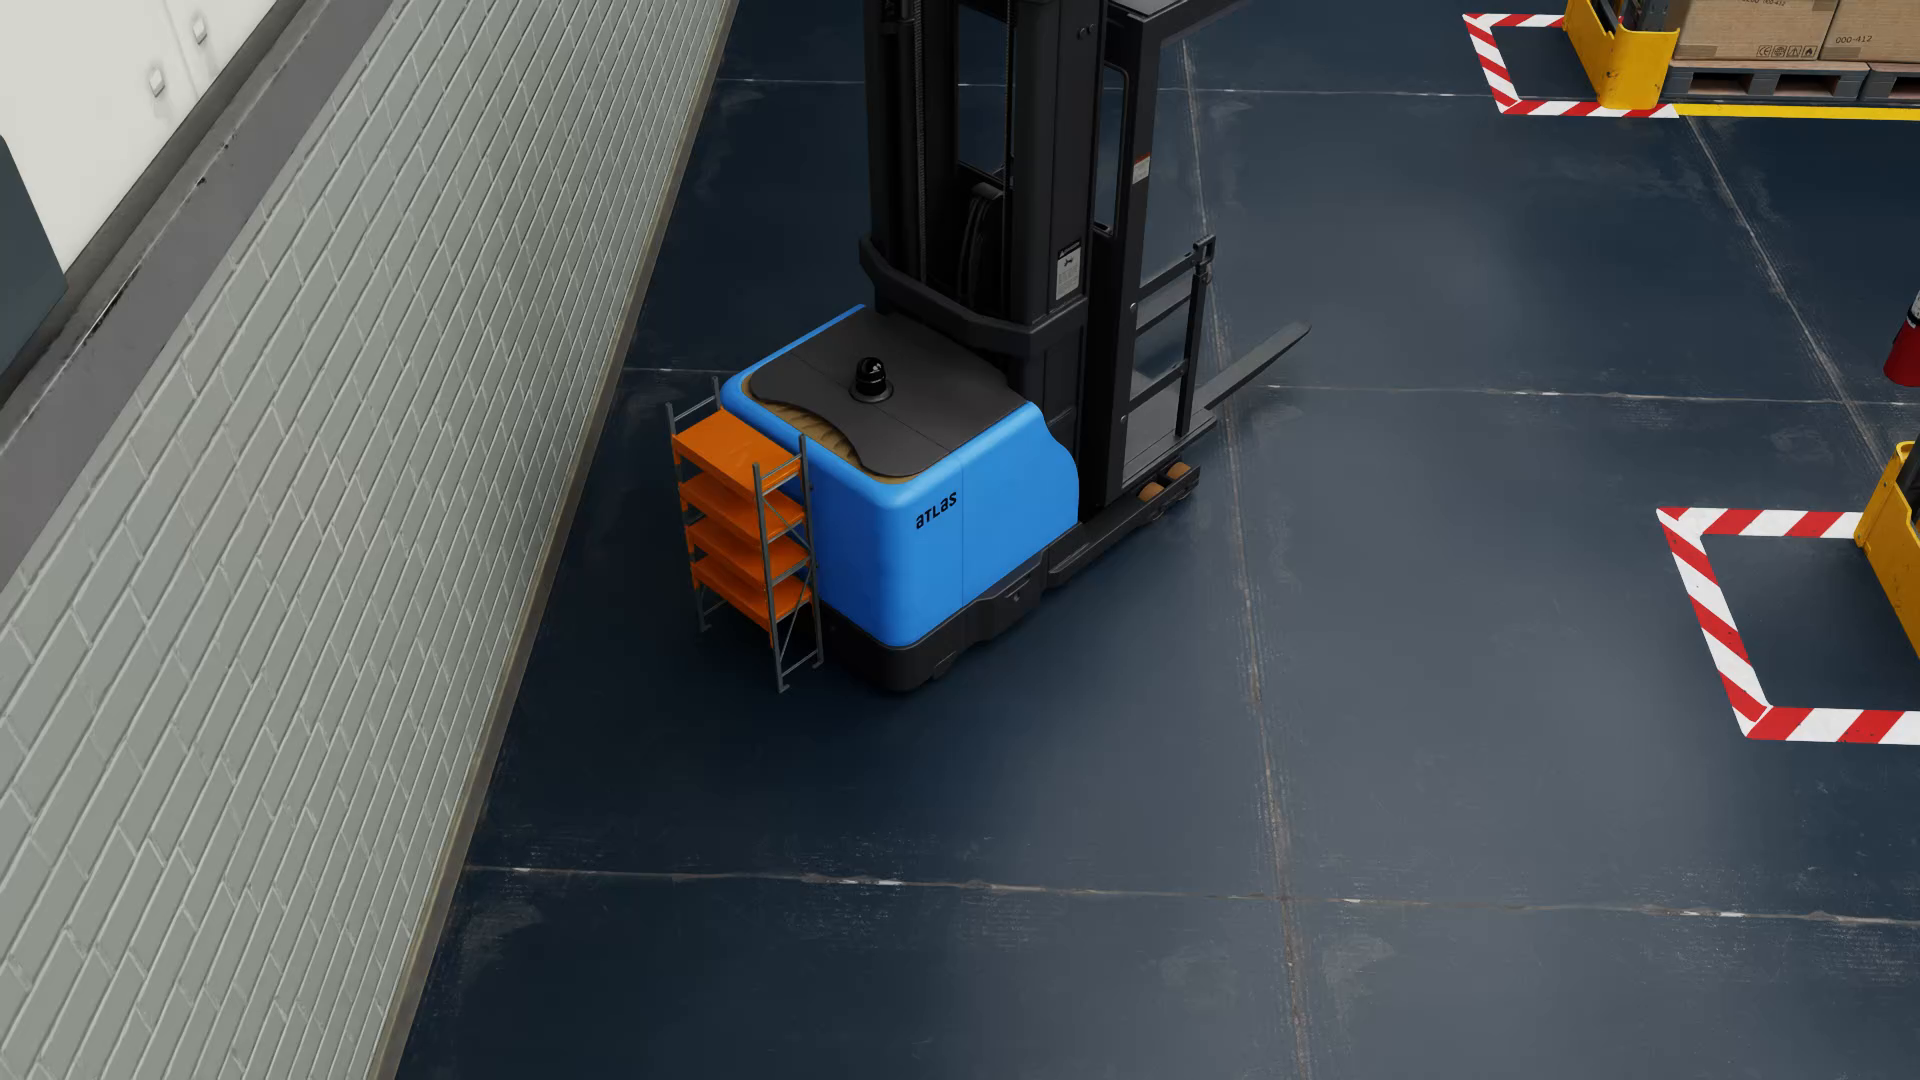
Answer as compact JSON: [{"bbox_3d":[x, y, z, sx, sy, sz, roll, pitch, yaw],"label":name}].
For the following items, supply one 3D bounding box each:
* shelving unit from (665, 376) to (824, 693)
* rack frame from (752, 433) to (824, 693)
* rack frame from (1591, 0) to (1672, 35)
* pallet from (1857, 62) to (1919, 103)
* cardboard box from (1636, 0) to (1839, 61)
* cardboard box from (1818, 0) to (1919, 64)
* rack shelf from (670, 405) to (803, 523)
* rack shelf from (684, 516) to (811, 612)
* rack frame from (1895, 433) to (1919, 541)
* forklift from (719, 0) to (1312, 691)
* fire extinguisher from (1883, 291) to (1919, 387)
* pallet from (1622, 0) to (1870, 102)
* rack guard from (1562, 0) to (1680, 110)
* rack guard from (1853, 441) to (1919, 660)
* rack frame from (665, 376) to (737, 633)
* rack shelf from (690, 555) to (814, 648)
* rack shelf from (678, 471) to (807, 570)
[{"bbox_3d":[-0.821,0.000,6.455,0.503,1.200,0.258,33,52,30],"label":"shelving unit"},{"bbox_3d":[-0.645,0.116,6.331,0.015,1.200,0.240,33,52,30],"label":"rack frame"},{"bbox_3d":[4.143,-4.124,9.561,0.127,3.000,1.000,2,43,2],"label":"rack frame"},{"bbox_3d":[6.161,-3.093,10.500,1.213,0.211,1.003,2,43,2],"label":"pallet"},{"bbox_3d":[4.807,-3.388,10.343,0.875,0.438,0.875,0,43,0],"label":"cardboard box"},{"bbox_3d":[5.721,-3.365,10.319,0.875,0.438,0.875,3,43,3],"label":"cardboard box"},{"bbox_3d":[-0.821,-0.287,6.187,0.480,0.148,0.258,33,52,30],"label":"rack shelf"},{"bbox_3d":[-0.821,0.049,6.501,0.480,0.148,0.258,33,52,30],"label":"rack shelf"},{"bbox_3d":[4.021,-0.750,5.940,0.127,3.000,1.000,2,43,2],"label":"rack frame"},{"bbox_3d":[0.437,-1.381,6.668,1.130,2.935,3.031,33,52,30],"label":"forklift"},{"bbox_3d":[3.790,-0.907,6.439,0.183,0.674,0.296,2,43,2],"label":"fire extinguisher"},{"bbox_3d":[4.945,-3.132,10.543,1.213,0.211,1.003,2,43,2],"label":"pallet"},{"bbox_3d":[4.119,-3.210,10.414,0.348,0.500,1.175,2,43,2],"label":"rack guard"},{"bbox_3d":[4.097,0.167,6.789,0.348,0.500,1.175,2,43,2],"label":"rack guard"},{"bbox_3d":[-0.996,-0.115,6.579,0.015,1.200,0.240,33,52,30],"label":"rack frame"},{"bbox_3d":[-0.821,0.195,6.636,0.480,0.148,0.258,33,52,30],"label":"rack shelf"},{"bbox_3d":[-0.821,-0.114,6.348,0.480,0.148,0.258,33,52,30],"label":"rack shelf"}]
